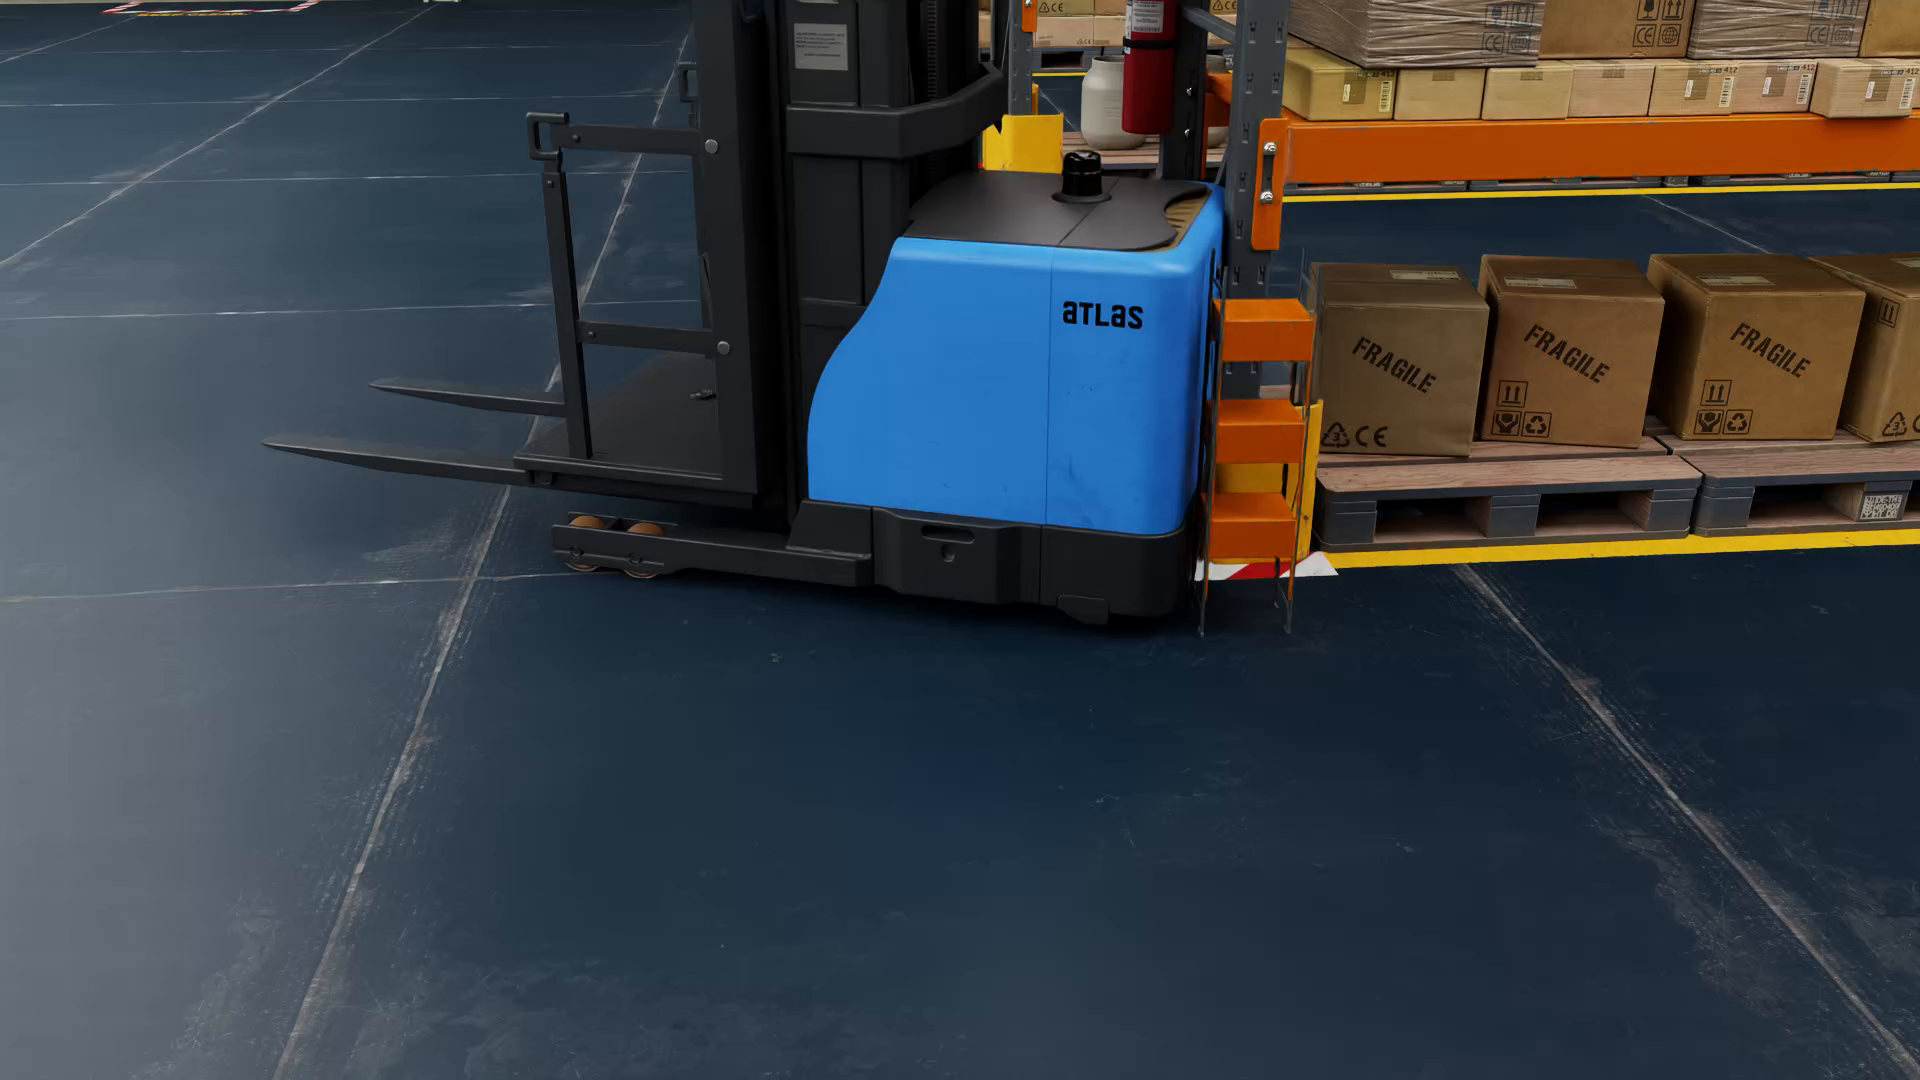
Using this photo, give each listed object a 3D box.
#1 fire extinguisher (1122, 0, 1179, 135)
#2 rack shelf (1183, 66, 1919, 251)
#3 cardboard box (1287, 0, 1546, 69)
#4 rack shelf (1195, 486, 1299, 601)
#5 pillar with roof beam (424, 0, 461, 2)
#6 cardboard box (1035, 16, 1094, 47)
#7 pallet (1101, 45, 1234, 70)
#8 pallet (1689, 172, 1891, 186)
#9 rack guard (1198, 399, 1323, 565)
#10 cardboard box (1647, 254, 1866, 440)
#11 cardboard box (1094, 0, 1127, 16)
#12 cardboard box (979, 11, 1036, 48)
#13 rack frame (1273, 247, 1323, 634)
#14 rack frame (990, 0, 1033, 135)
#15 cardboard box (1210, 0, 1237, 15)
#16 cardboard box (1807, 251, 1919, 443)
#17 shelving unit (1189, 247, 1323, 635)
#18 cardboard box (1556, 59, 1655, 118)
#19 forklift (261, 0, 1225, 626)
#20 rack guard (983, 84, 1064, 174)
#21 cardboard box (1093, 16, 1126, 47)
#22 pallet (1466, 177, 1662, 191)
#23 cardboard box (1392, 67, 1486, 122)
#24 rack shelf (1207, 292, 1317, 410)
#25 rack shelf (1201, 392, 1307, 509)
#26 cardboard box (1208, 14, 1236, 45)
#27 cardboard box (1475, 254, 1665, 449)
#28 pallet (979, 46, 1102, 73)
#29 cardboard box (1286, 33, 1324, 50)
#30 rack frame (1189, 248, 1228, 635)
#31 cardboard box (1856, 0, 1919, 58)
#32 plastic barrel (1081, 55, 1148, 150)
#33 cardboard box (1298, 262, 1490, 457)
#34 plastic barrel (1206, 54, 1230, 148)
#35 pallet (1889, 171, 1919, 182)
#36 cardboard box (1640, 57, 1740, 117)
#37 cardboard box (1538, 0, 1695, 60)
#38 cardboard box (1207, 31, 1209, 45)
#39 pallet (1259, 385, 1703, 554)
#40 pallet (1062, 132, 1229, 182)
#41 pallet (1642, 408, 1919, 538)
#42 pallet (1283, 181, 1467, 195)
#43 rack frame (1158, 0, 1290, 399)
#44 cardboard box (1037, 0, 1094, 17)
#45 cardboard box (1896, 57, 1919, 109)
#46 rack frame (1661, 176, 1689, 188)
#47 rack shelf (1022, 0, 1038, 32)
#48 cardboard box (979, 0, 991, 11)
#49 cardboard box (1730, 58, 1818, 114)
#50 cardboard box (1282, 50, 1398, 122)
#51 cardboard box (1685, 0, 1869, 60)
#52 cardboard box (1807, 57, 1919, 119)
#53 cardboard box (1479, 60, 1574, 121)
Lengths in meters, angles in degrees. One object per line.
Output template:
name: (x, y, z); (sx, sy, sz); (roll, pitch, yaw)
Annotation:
fire extinguisher: (0.625, -1.679, 5.431); (0.183, 0.674, 0.296); (-2, 24, -5)
rack shelf: (2.775, -1.284, 5.332); (4.000, 0.370, 1.077); (-2, 24, -5)
cardboard box: (1.335, -1.726, 4.950); (0.500, 0.500, 0.875); (-2, 24, -5)
rack shelf: (0.795, 0.008, 4.649); (0.240, 0.259, 0.215); (-1, 24, -2)
pillar with roof beam: (-5.612, -8.679, 13.697); (0.400, 9.000, 9.100); (-2, 24, -5)
cardboard box: (0.867, -4.426, 14.382); (0.500, 0.250, 0.500); (-2, 24, -5)
pallet: (1.783, -4.358, 14.795); (1.213, 0.211, 1.003); (-2, 24, -5)
pallet: (5.056, -2.468, 10.542); (1.213, 0.211, 1.003); (-2, 24, -5)
rack guard: (0.860, -0.394, 5.521); (0.348, 0.500, 1.175); (-2, 24, -5)
cardboard box: (2.624, -0.656, 5.593); (0.500, 0.500, 0.500); (0, 24, 0)
cardboard box: (1.364, -4.793, 14.285); (0.500, 0.500, 0.500); (-2, 24, -5)
cardboard box: (0.370, -4.404, 14.334); (0.500, 0.250, 0.500); (-2, 24, -5)
rack frame: (0.917, -0.257, 4.535); (0.008, 1.050, 0.200); (-1, 24, -2)
rack frame: (0.298, -3.535, 9.510); (0.127, 3.000, 1.000); (-2, 24, -5)
cardboard box: (2.359, -4.832, 14.372); (0.500, 0.500, 0.500); (-2, 24, -5)
cardboard box: (3.184, -0.660, 5.603); (0.500, 0.500, 0.500); (-4, 24, -10)
shelving unit: (0.795, -0.255, 4.532); (0.252, 1.050, 0.215); (-1, 24, -2)
cardboard box: (1.839, -1.358, 4.921); (0.250, 0.149, 0.380); (-2, 24, -5)
forklift: (-0.731, -1.420, 4.836); (3.031, 2.935, 1.130); (6, 25, 14)
rack guard: (0.369, -2.415, 10.068); (0.348, 0.500, 1.175); (-2, 24, -5)
cardboard box: (1.365, -4.446, 14.427); (0.500, 0.250, 0.500); (-2, 24, -5)
pallet: (3.606, -2.411, 10.414); (1.213, 0.211, 1.003); (-2, 24, -5)
cardboard box: (1.342, -1.336, 4.871); (0.250, 0.149, 0.380); (-2, 24, -5)
rack shelf: (0.795, -0.505, 4.421); (0.240, 0.259, 0.215); (-1, 24, -2)
rack shelf: (0.795, -0.246, 4.536); (0.240, 0.259, 0.215); (-1, 24, -2)
cardboard box: (2.360, -4.484, 14.513); (0.500, 0.250, 0.500); (-2, 24, -5)
cardboard box: (1.999, -0.639, 5.554); (0.500, 0.500, 0.500); (4, 24, 9)
pallet: (0.571, -4.311, 14.688); (1.213, 0.211, 1.003); (-2, 24, -5)
cardboard box: (1.048, -1.513, 5.271); (0.250, 0.149, 0.380); (-2, 24, -5)
rack frame: (0.673, -0.254, 4.528); (0.008, 1.050, 0.200); (-1, 24, -2)
cardboard box: (2.821, -1.812, 5.144); (0.500, 0.500, 0.875); (-2, 24, -5)
plastic barrel: (0.945, -2.647, 10.059); (0.421, 0.512, 0.421); (0, 24, 0)
cardboard box: (1.408, -0.601, 5.469); (0.500, 0.500, 0.500); (2, 24, 5)
plastic barrel: (1.444, -2.667, 10.104); (0.421, 0.512, 0.421); (0, 24, 0)
pallet: (6.273, -2.518, 10.654); (1.213, 0.211, 1.003); (-2, 24, -5)
cardboard box: (2.089, -1.365, 4.937); (0.250, 0.149, 0.380); (-2, 24, -5)
cardboard box: (1.820, -1.794, 5.104); (0.500, 0.500, 0.875); (-2, 24, -5)
cardboard box: (1.863, -4.464, 14.467); (0.500, 0.250, 0.500); (-2, 24, -5)
pallet: (1.672, -0.280, 5.620); (1.213, 0.211, 1.003); (-2, 24, -5)
pallet: (1.178, -2.313, 10.194); (1.213, 0.211, 1.003); (-2, 24, -5)
pallet: (2.883, -0.327, 5.727); (1.213, 0.211, 1.003); (-2, 24, -5)
pallet: (2.389, -2.361, 10.301); (1.213, 0.211, 1.003); (-2, 24, -5)
rack frame: (0.784, -1.533, 5.006); (0.127, 3.000, 1.000); (-2, 24, -5)
cardboard box: (0.867, -4.768, 14.228); (0.500, 0.500, 0.500); (-2, 24, -5)
cardboard box: (2.830, -1.418, 5.056); (0.250, 0.149, 0.380); (-2, 24, -5)
rack frame: (4.278, -3.695, 9.870); (0.127, 3.000, 1.000); (-2, 24, -5)
rack shelf: (2.288, -3.286, 9.836); (4.000, 0.370, 1.077); (-2, 24, -5)
cardboard box: (0.319, -4.957, 14.655); (0.500, 0.500, 0.500); (-2, 24, -5)
cardboard box: (2.335, -1.386, 4.984); (0.250, 0.149, 0.380); (-2, 24, -5)
cardboard box: (1.092, -1.333, 4.866); (0.250, 0.149, 0.380); (-2, 24, -5)
cardboard box: (2.322, -1.797, 5.110); (0.500, 0.500, 0.875); (-2, 24, -5)
cardboard box: (2.594, -1.354, 4.913); (0.250, 0.149, 0.380); (-2, 24, -5)
cardboard box: (1.592, -1.340, 4.880); (0.250, 0.149, 0.380); (-2, 24, -5)
